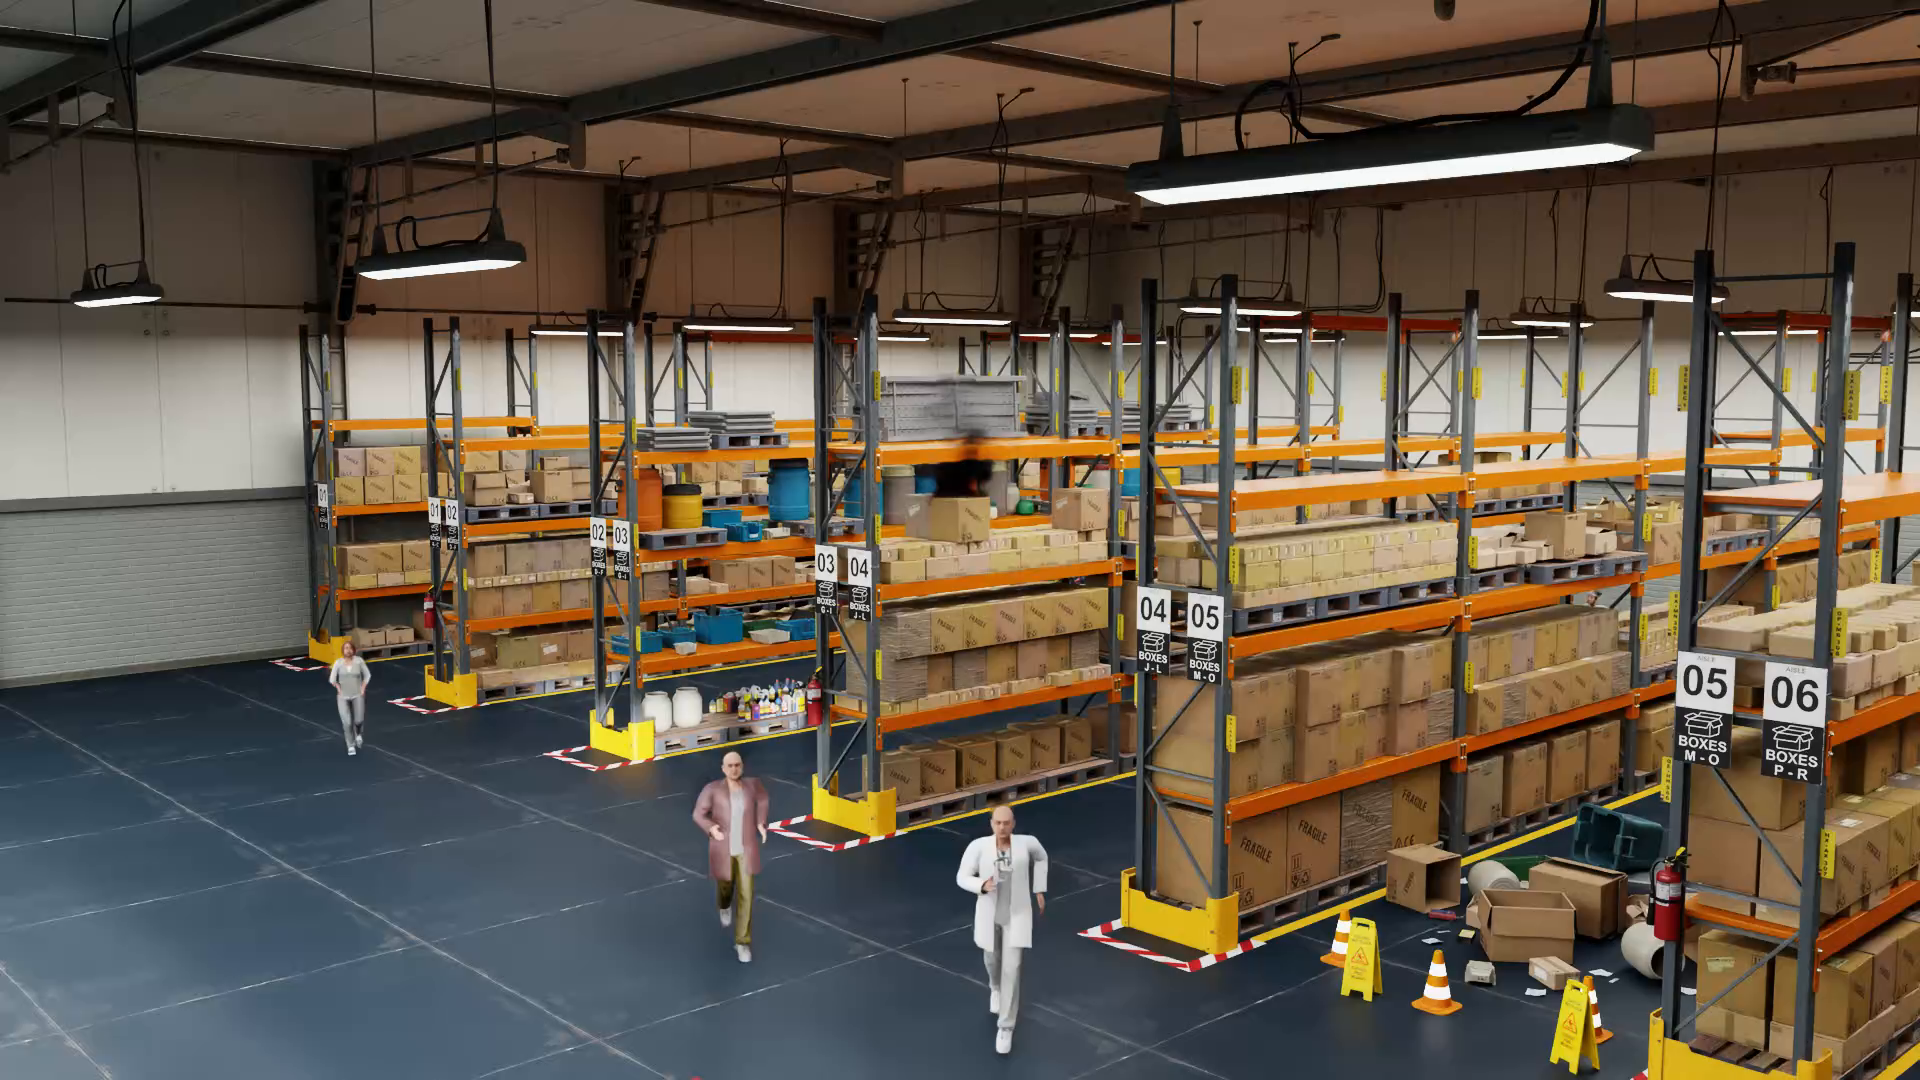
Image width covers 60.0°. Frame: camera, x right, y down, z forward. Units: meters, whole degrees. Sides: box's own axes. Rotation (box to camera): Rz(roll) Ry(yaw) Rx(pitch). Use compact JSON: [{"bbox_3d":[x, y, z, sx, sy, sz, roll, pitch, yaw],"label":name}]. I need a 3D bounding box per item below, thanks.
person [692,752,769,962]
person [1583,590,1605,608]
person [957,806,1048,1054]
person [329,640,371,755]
[{"bbox_3d":[-2.031,2.770,14.897,0.713,1.773,1.053,-1,6,-14],"label":"person"},{"bbox_3d":[10.302,1.609,27.164,0.629,1.661,0.604,5,7,38],"label":"person"},{"bbox_3d":[0.331,3.043,12.984,0.691,1.591,1.039,1,6,6],"label":"person"},{"bbox_3d":[-8.216,2.129,22.417,0.529,1.553,0.551,-2,6,-20],"label":"person"}]
